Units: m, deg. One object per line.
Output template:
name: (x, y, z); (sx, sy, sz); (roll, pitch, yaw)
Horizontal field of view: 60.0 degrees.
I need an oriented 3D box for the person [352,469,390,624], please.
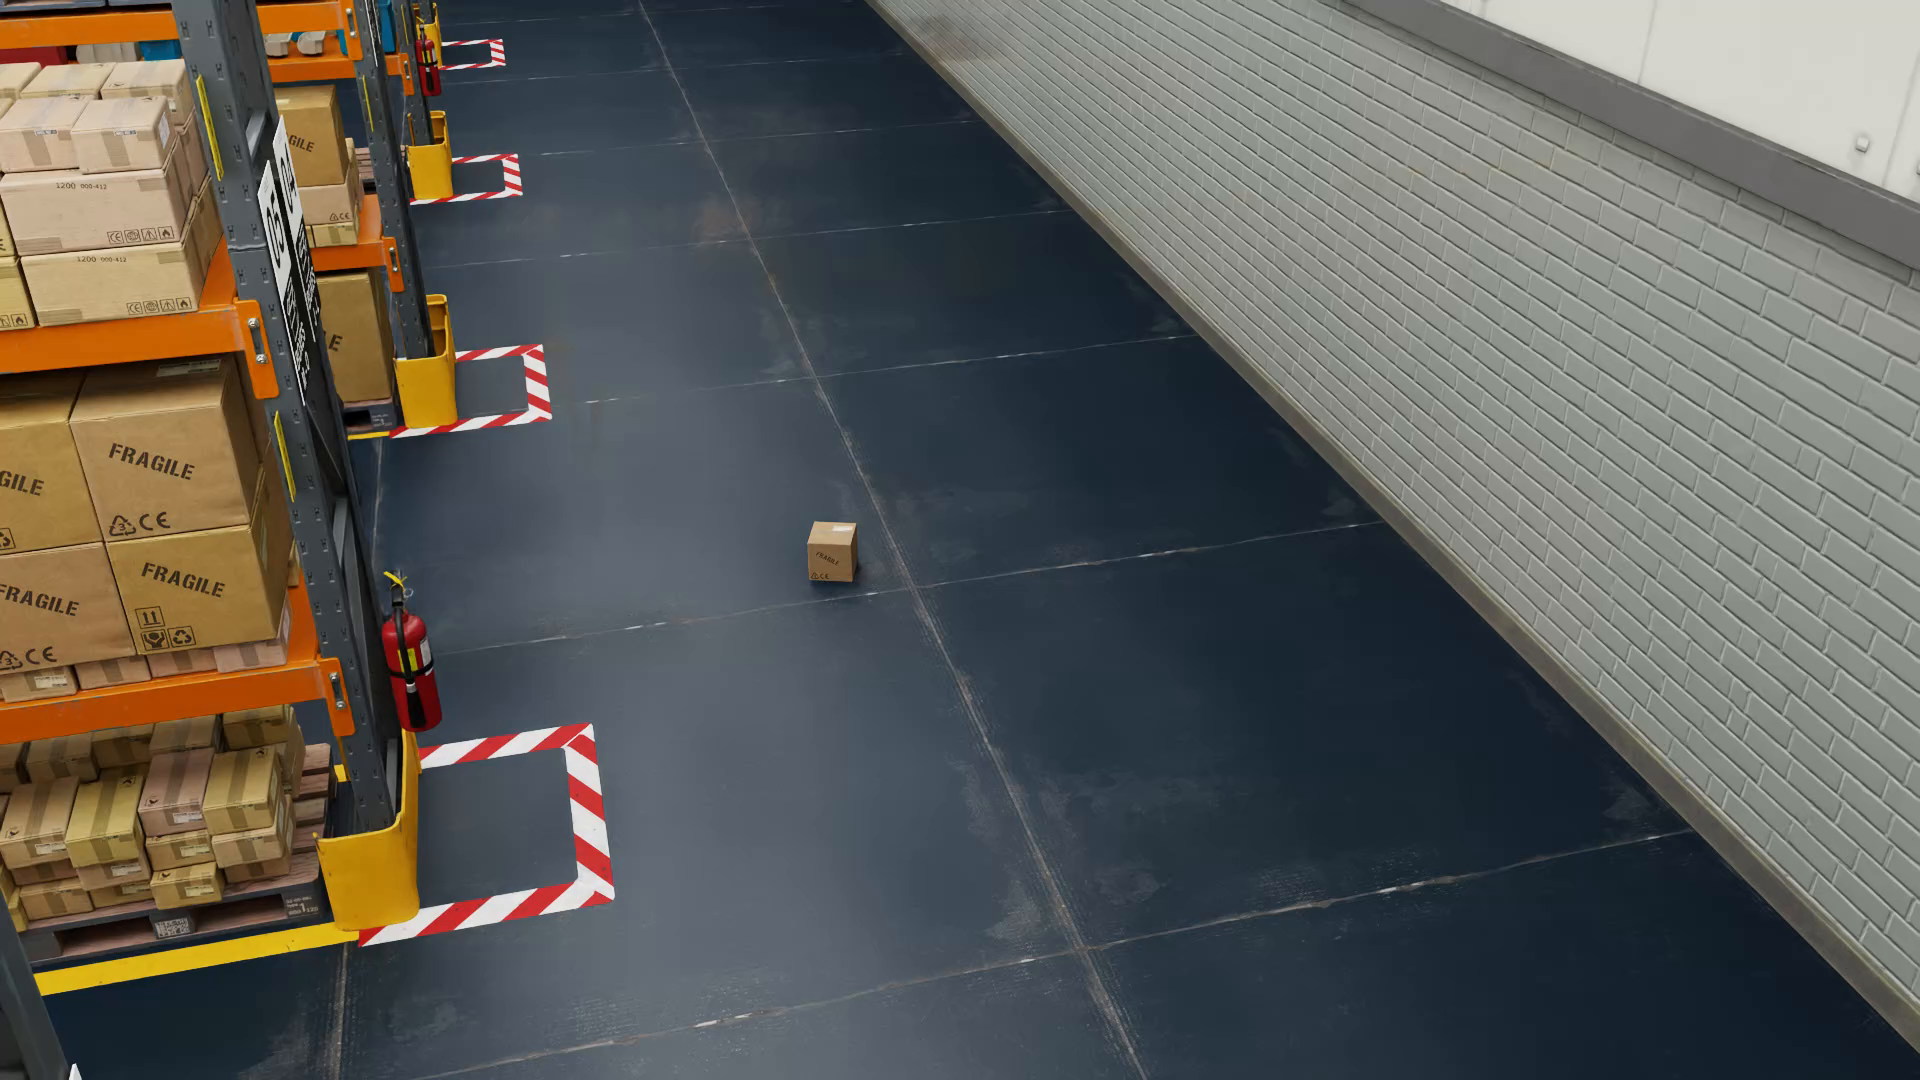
person: (-3.266, -0.167, 8.514); (0.469, 1.720, 0.576); (-7, 31, -12)
